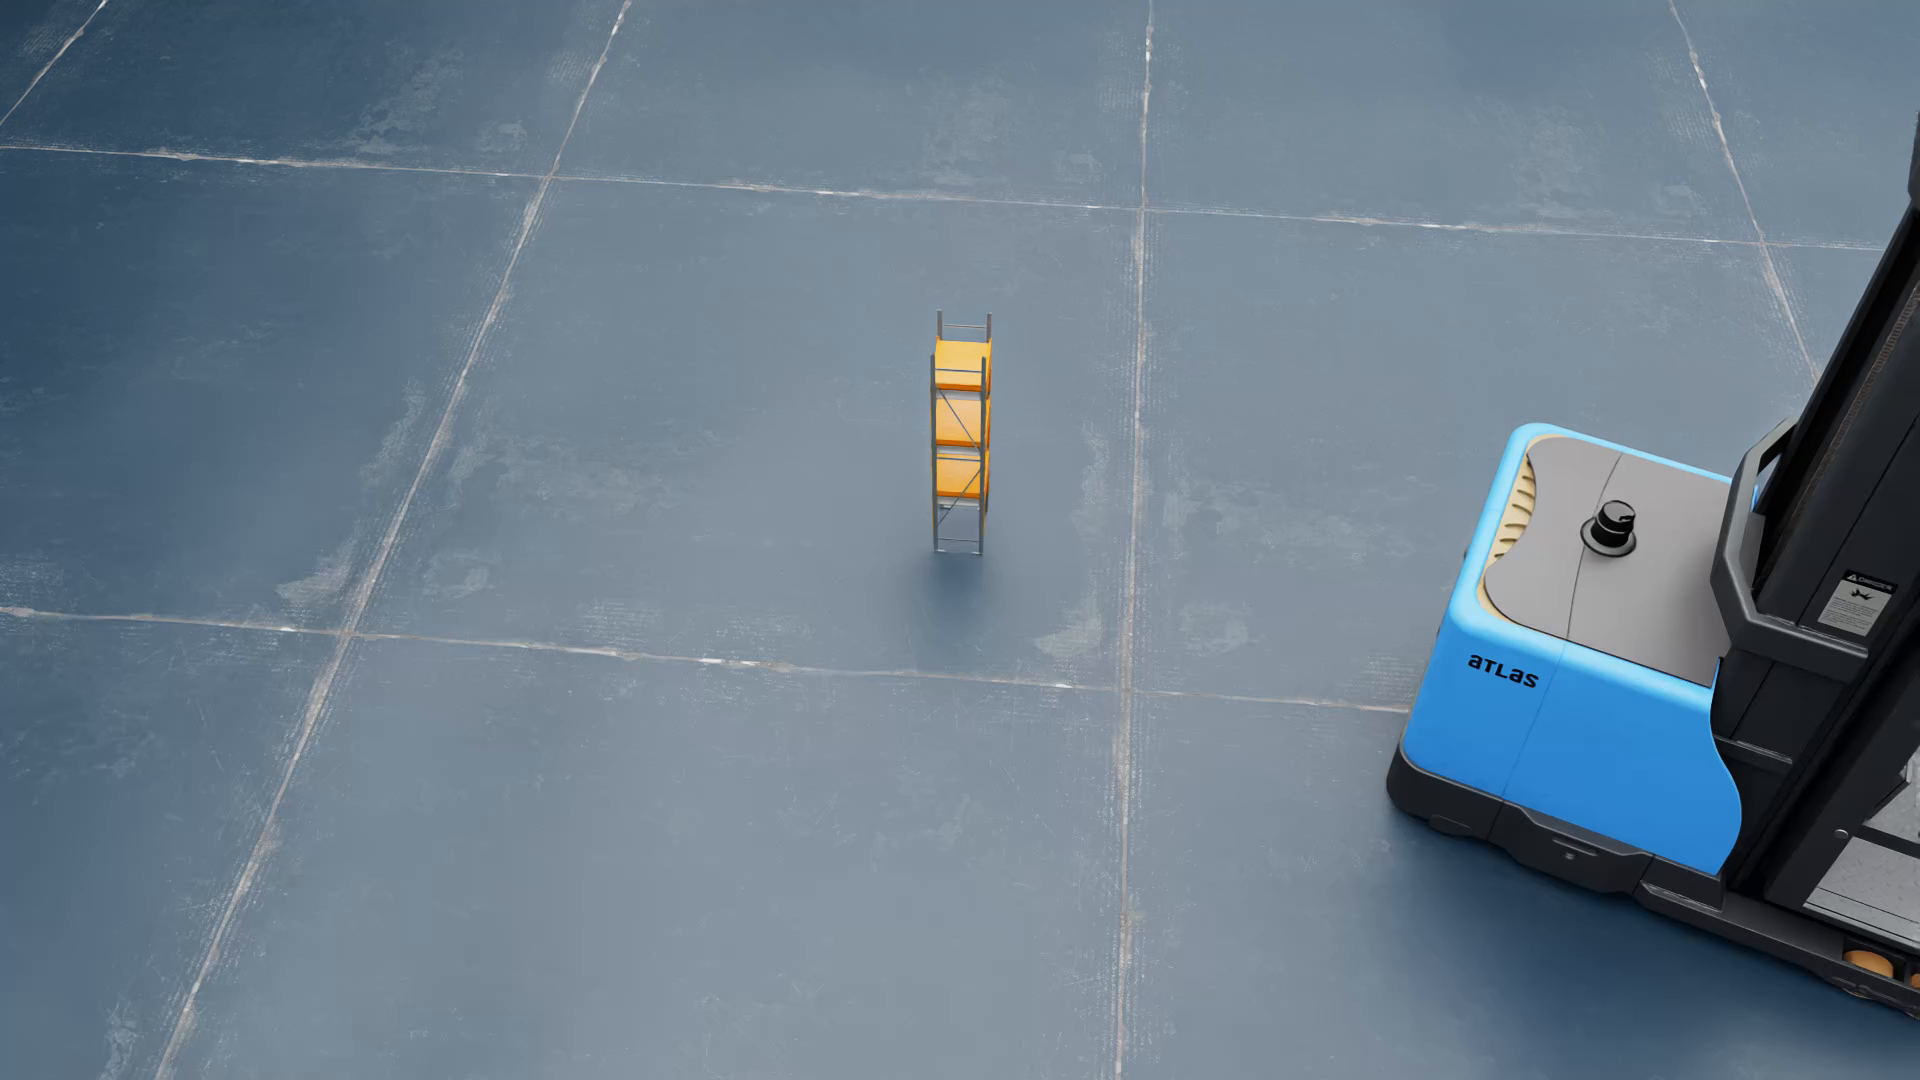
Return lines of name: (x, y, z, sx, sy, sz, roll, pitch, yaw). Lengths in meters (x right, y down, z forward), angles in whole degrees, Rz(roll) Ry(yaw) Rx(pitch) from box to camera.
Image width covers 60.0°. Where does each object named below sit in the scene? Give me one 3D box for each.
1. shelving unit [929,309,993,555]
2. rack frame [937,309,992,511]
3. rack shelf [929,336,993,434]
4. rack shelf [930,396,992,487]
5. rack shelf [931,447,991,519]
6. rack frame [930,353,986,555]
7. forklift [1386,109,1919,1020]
shelving unit: (0.005, -0.394, 6.399, 0.215, 1.050, 0.252, 4, 48, 4)
rack frame: (0.016, -0.483, 6.481, 0.200, 1.050, 0.008, 4, 48, 4)
rack shelf: (0.005, -0.578, 6.197, 0.215, 0.259, 0.240, 4, 48, 4)
rack shelf: (0.005, -0.387, 6.406, 0.215, 0.259, 0.240, 4, 48, 4)
rack shelf: (0.005, -0.199, 6.611, 0.215, 0.259, 0.240, 4, 48, 4)
rack frame: (-0.006, -0.304, 6.317, 0.200, 1.050, 0.008, 4, 48, 4)
forklift: (3.057, 0.104, 4.668, 3.031, 2.935, 1.130, 19, 50, 17)
